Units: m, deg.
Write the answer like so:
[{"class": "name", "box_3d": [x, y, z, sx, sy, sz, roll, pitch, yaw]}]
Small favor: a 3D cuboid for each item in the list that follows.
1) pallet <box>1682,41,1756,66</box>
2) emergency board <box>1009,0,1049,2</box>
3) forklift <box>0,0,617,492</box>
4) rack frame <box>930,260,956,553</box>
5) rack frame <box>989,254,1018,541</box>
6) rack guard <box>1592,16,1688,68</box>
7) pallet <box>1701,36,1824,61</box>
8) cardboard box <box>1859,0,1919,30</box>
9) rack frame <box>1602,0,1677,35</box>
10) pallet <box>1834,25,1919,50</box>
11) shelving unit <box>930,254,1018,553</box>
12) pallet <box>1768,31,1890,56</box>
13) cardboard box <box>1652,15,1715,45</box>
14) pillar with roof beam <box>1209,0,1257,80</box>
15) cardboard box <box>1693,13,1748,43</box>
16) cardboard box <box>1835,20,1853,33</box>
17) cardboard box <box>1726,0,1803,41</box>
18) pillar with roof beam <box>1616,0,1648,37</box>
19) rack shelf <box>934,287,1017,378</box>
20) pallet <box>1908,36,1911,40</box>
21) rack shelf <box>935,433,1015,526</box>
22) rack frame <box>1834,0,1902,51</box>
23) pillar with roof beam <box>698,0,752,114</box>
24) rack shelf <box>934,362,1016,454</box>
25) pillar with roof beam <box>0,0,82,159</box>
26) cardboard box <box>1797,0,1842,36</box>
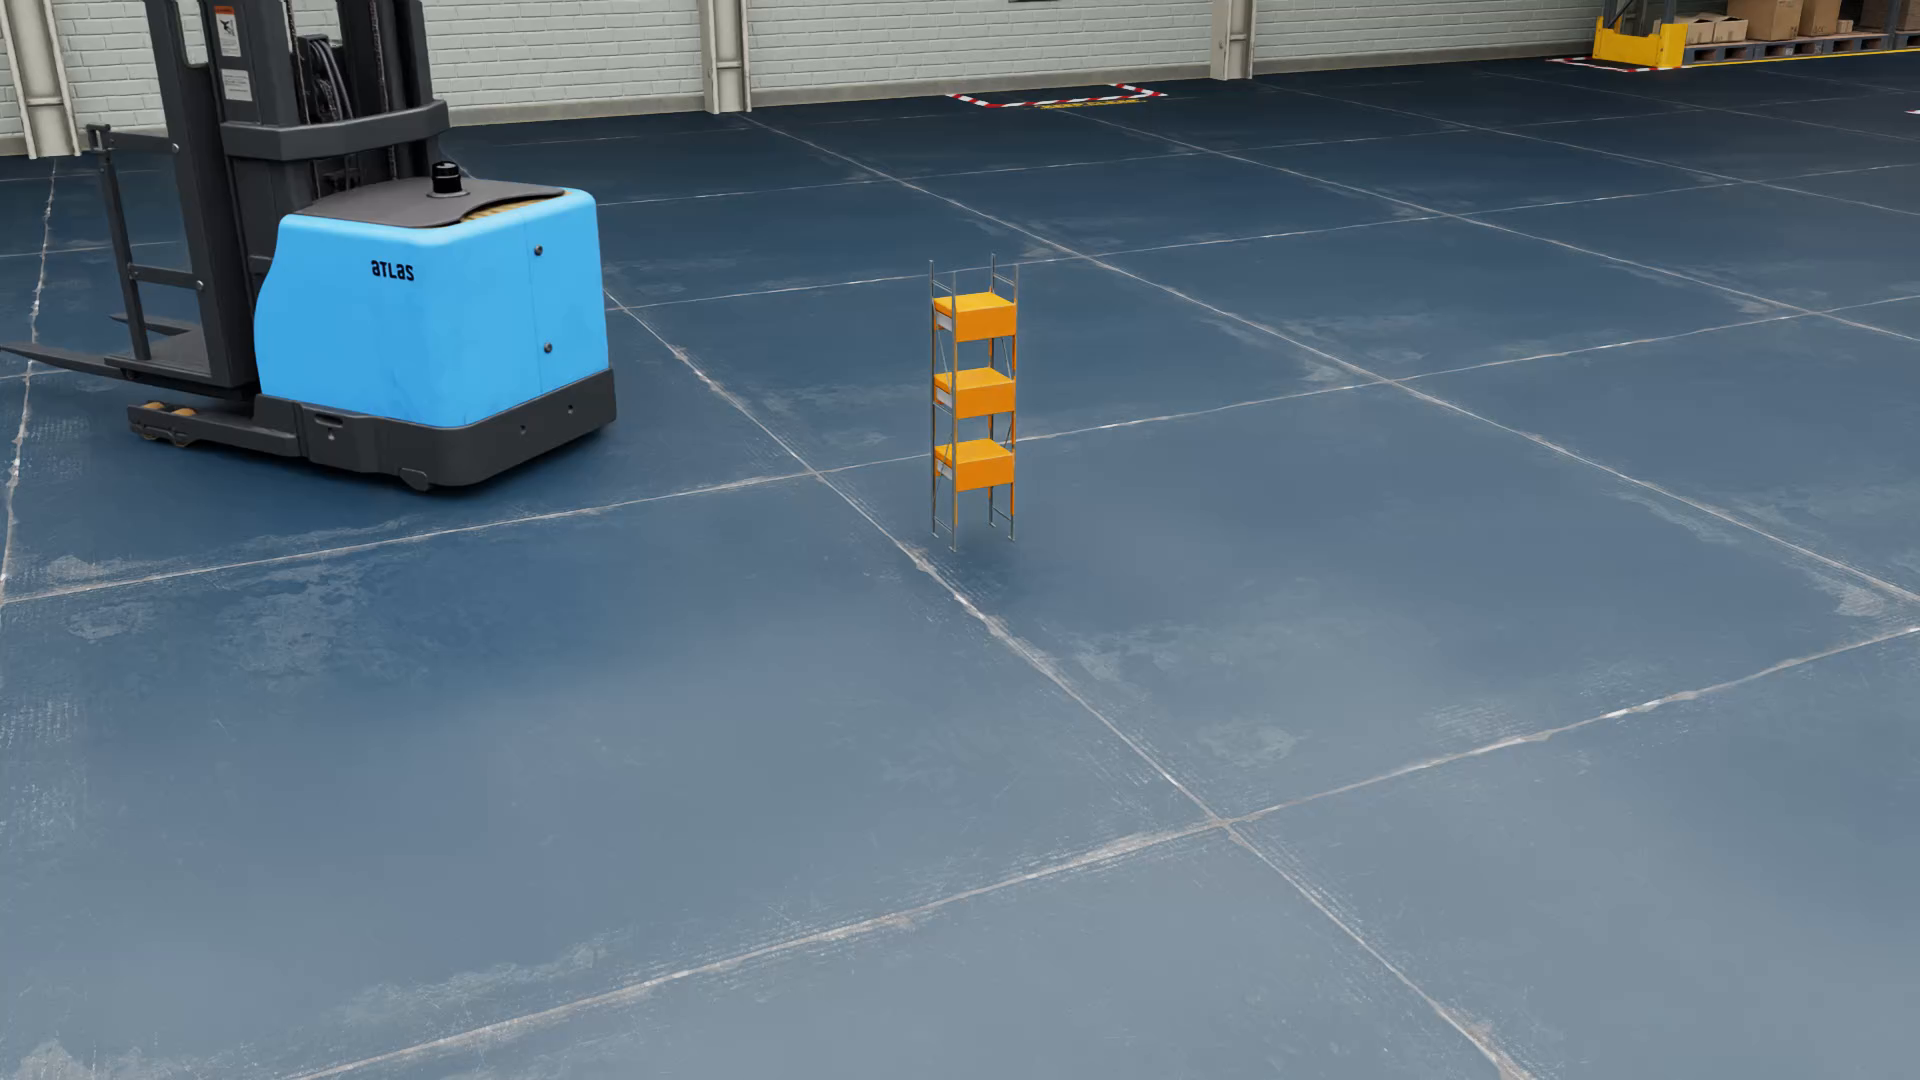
[{"class": "pallet", "box_3d": [9.057, -6.096, 20.702, 1.213, 0.211, 1.003, -10, 25, -24]}, {"class": "emergency board", "box_3d": [0.831, -6.277, 17.492, 0.626, 1.169, 0.157, -10, 25, -24]}, {"class": "forklift", "box_3d": [-3.071, -1.925, 7.067, 3.031, 2.935, 1.130, 11, 25, 25]}, {"class": "rack frame", "box_3d": [-0.062, -0.474, 6.022, 0.008, 1.050, 0.200, -10, 25, -24]}, {"class": "rack frame", "box_3d": [0.158, -0.514, 6.120, 0.008, 1.050, 0.200, -10, 25, -24]}, {"class": "rack guard", "box_3d": [8.310, -6.107, 20.351, 0.348, 0.500, 1.175, -10, 25, -24]}, {"class": "pallet", "box_3d": [10.155, -6.297, 21.187, 1.213, 0.211, 1.003, -10, 25, -24]}, {"class": "cardboard box", "box_3d": [12.501, -7.089, 22.148, 0.500, 0.500, 0.700, -10, 24, -22]}, {"class": "rack frame", "box_3d": [8.241, -7.250, 19.842, 0.127, 3.000, 1.000, -10, 25, -24]}, {"class": "pallet", "box_3d": [12.546, -6.754, 22.292, 1.213, 0.211, 1.003, -10, 25, -24]}, {"class": "shelving unit", "box_3d": [0.048, -0.494, 6.071, 0.252, 1.050, 0.215, -10, 25, -24]}, {"class": "pallet", "box_3d": [11.256, -6.501, 21.680, 1.213, 0.211, 1.003, -10, 25, -24]}, {"class": "cardboard box", "box_3d": [8.904, -6.294, 20.475, 0.500, 0.311, 0.500, -14, 26, -30]}, {"class": "pillar with roof beam", "box_3d": [4.958, -7.957, 13.707, 0.400, 9.000, 9.100, -10, 25, -24]}, {"class": "cardboard box", "box_3d": [9.417, -6.389, 20.703, 0.500, 0.311, 0.500, -8, 24, -19]}, {"class": "cardboard box", "box_3d": [11.376, -6.708, 21.663, 0.250, 0.166, 0.380, -14, 26, -30]}, {"class": "cardboard box", "box_3d": [10.100, -6.581, 20.919, 0.500, 0.500, 0.700, -12, 25, -27]}, {"class": "pillar with roof beam", "box_3d": [10.364, -8.952, 16.111, 0.400, 9.000, 9.100, -10, 25, -24]}, {"class": "rack shelf", "box_3d": [0.048, -0.746, 5.966, 0.240, 0.259, 0.215, -10, 25, -24]}, {"class": "pallet", "box_3d": [13.647, -6.958, 22.784, 1.213, 0.211, 1.003, -10, 25, -24]}, {"class": "rack shelf", "box_3d": [0.048, -0.227, 6.181, 0.240, 0.259, 0.215, -10, 25, -24]}, {"class": "rack frame", "box_3d": [11.845, -7.913, 21.445, 0.127, 3.000, 1.000, -10, 25, -24]}, {"class": "pillar with roof beam", "box_3d": [-0.449, -6.962, 11.303, 0.400, 9.000, 9.100, -10, 25, -24]}, {"class": "rack shelf", "box_3d": [0.048, -0.484, 6.075, 0.240, 0.259, 0.215, -10, 25, -24]}, {"class": "pillar with roof beam", "box_3d": [-5.855, -5.966, 8.898, 0.400, 9.000, 9.100, -10, 25, -24]}, {"class": "cardboard box", "box_3d": [10.928, -6.776, 21.390, 0.500, 0.500, 0.500, -12, 26, -28]}]
